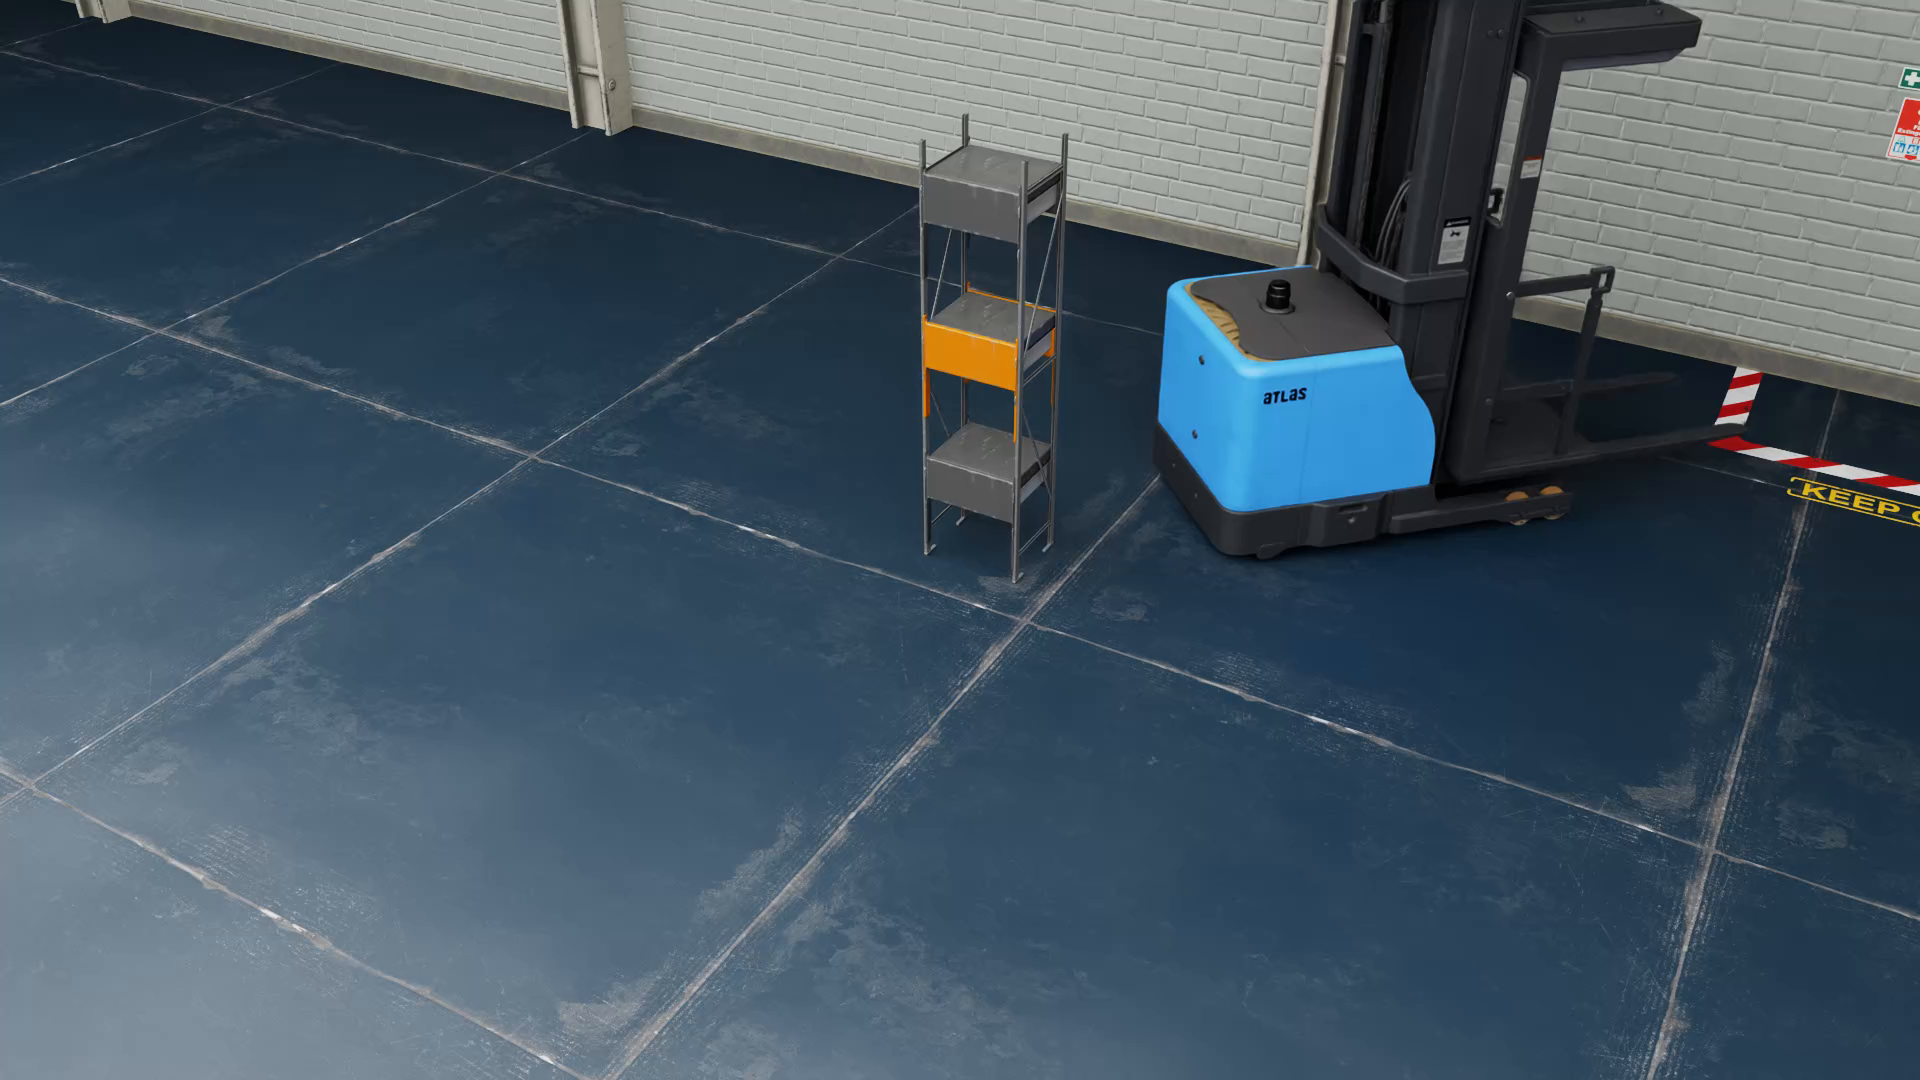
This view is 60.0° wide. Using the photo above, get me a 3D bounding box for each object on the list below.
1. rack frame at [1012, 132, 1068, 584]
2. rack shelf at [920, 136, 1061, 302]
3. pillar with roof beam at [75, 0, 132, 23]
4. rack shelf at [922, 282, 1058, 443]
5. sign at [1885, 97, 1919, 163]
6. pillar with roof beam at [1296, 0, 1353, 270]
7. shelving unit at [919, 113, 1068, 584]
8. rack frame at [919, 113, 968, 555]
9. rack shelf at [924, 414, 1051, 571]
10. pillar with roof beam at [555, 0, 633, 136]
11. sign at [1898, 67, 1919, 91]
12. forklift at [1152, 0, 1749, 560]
[{"bbox_3d":[0.356,-0.761,7.499,0.015,2.100,0.400,18,37,24],"label":"rack frame"},{"bbox_3d":[0.144,-1.400,7.219,0.480,0.518,0.431,18,37,24],"label":"rack shelf"},{"bbox_3d":[-10.169,-6.609,10.056,0.400,9.000,9.100,18,37,24],"label":"pillar with roof beam"},{"bbox_3d":[0.144,-0.817,7.607,0.480,0.518,0.431,18,37,24],"label":"rack shelf"},{"bbox_3d":[5.040,-2.148,8.737,0.234,0.329,0.001,18,37,24],"label":"sign"},{"bbox_3d":[0.250,-3.309,5.100,0.400,9.000,9.100,18,37,24],"label":"pillar with roof beam"},{"bbox_3d":[0.144,-0.828,7.600,0.503,2.100,0.431,18,37,24],"label":"shelving unit"},{"bbox_3d":[-0.068,-0.896,7.700,0.015,2.100,0.400,18,37,24],"label":"rack frame"},{"bbox_3d":[0.144,-0.234,7.995,0.480,0.518,0.431,18,37,24],"label":"rack shelf"},{"bbox_3d":[-4.959,-4.959,7.578,0.400,9.000,9.100,18,37,24],"label":"pillar with roof beam"},{"bbox_3d":[5.039,-2.363,8.582,0.331,0.109,0.001,18,37,24],"label":"sign"},{"bbox_3d":[2.588,-1.570,7.963,3.031,2.935,1.130,-9,35,-13],"label":"forklift"}]
